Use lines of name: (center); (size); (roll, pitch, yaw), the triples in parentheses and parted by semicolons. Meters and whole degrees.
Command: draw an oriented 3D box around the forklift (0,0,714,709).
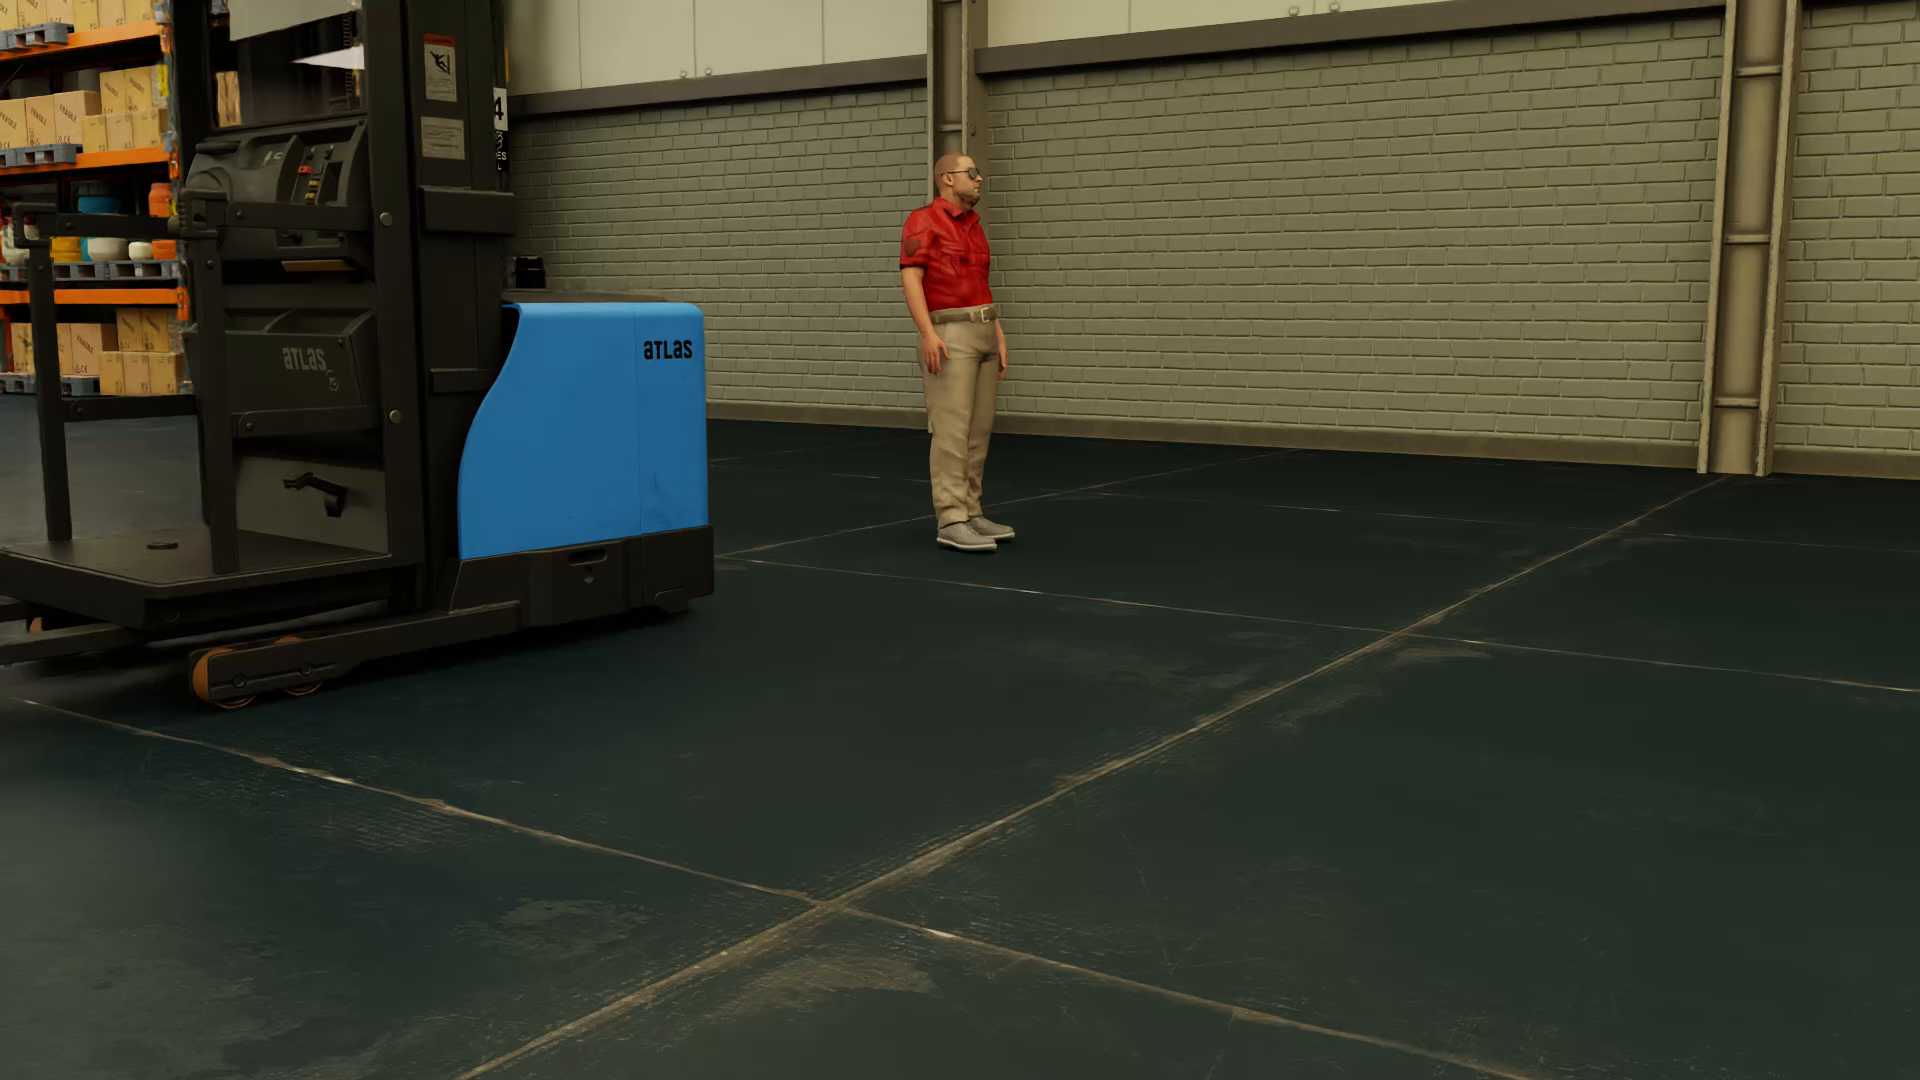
forklift: (-2.170, -1.078, 4.773); (1.130, 2.935, 3.031); (6, 10, 38)

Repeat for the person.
person: (0.068, -0.854, 7.421); (0.551, 1.727, 0.640); (5, 10, 34)
